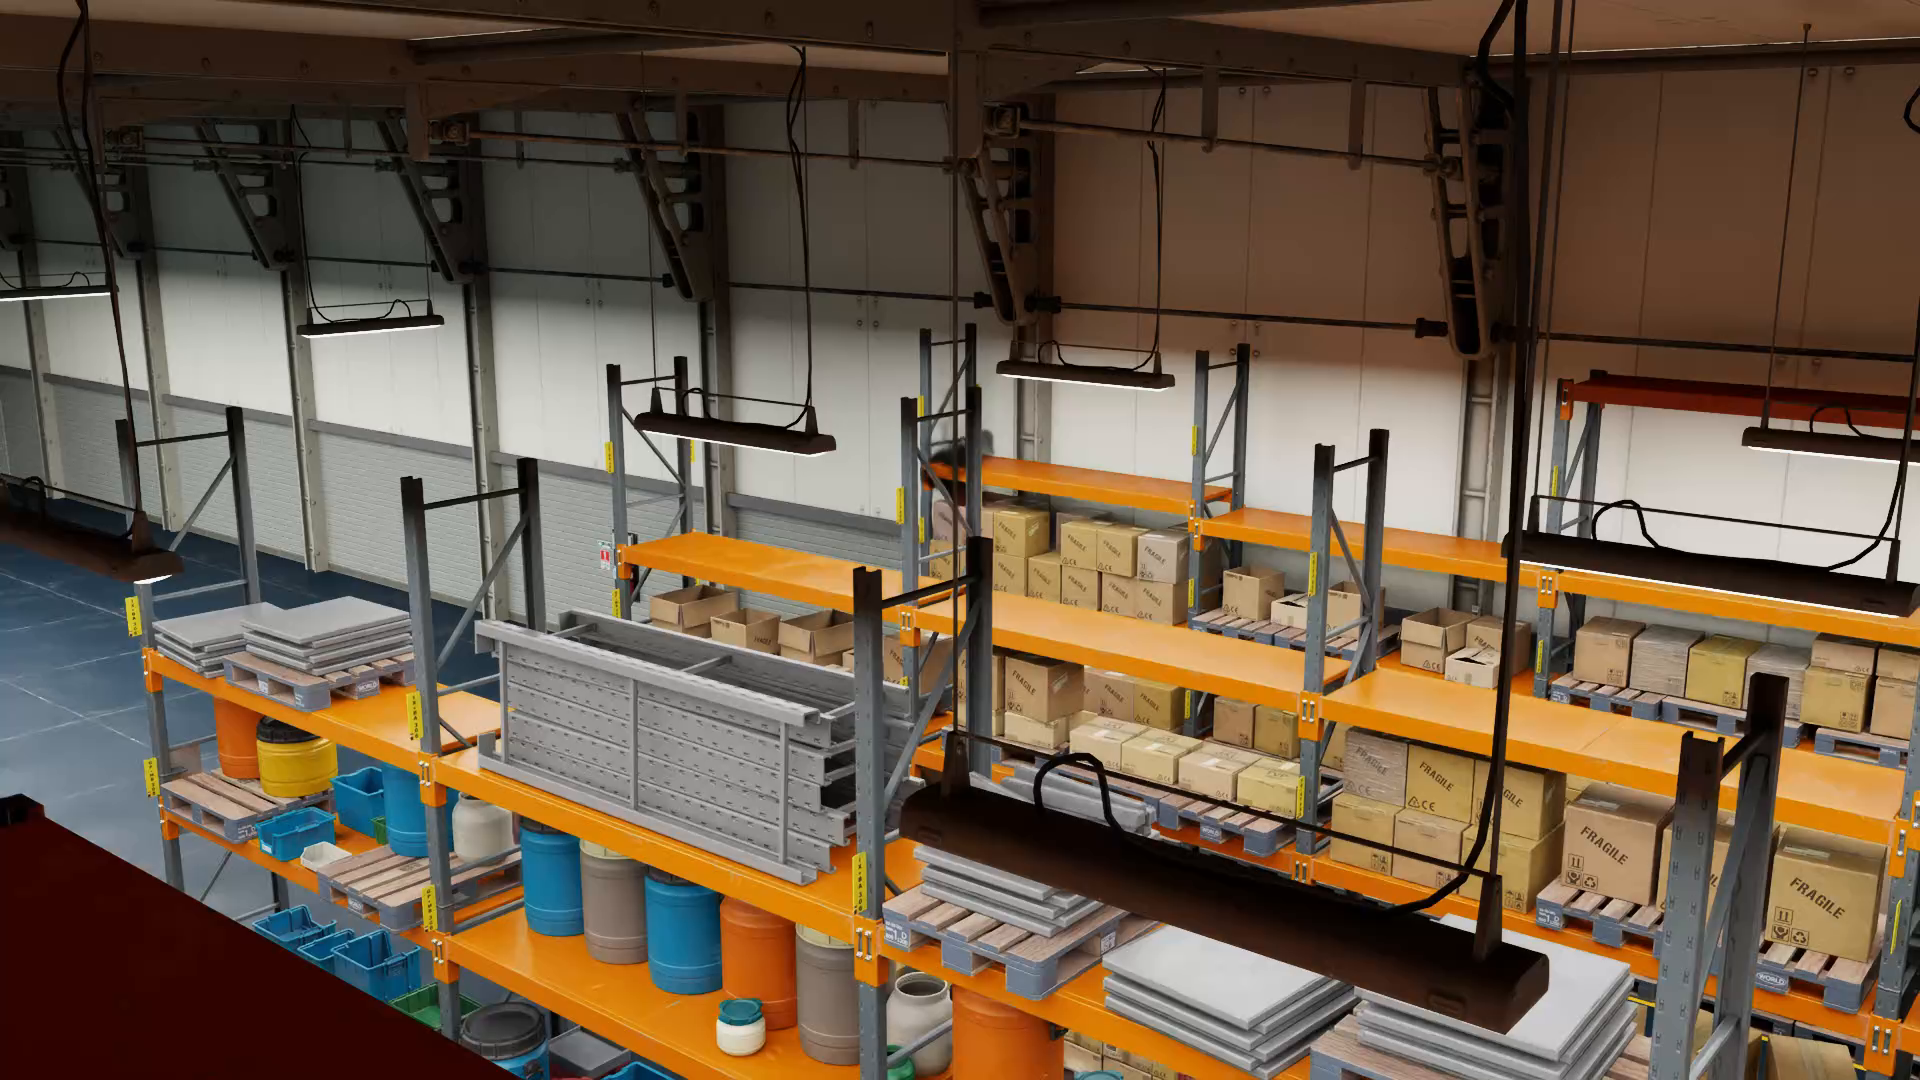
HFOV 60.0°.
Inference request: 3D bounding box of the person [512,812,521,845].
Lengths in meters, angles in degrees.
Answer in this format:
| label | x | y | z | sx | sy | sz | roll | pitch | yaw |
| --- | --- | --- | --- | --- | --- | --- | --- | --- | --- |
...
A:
| label | x | y | z | sx | sy | sz | roll | pitch | yaw |
| --- | --- | --- | --- | --- | --- | --- | --- | --- | --- |
| person | -5.033 | 3.106 | 19.253 | 0.882 | 1.409 | 0.581 | -3 | 13 | -15 |
